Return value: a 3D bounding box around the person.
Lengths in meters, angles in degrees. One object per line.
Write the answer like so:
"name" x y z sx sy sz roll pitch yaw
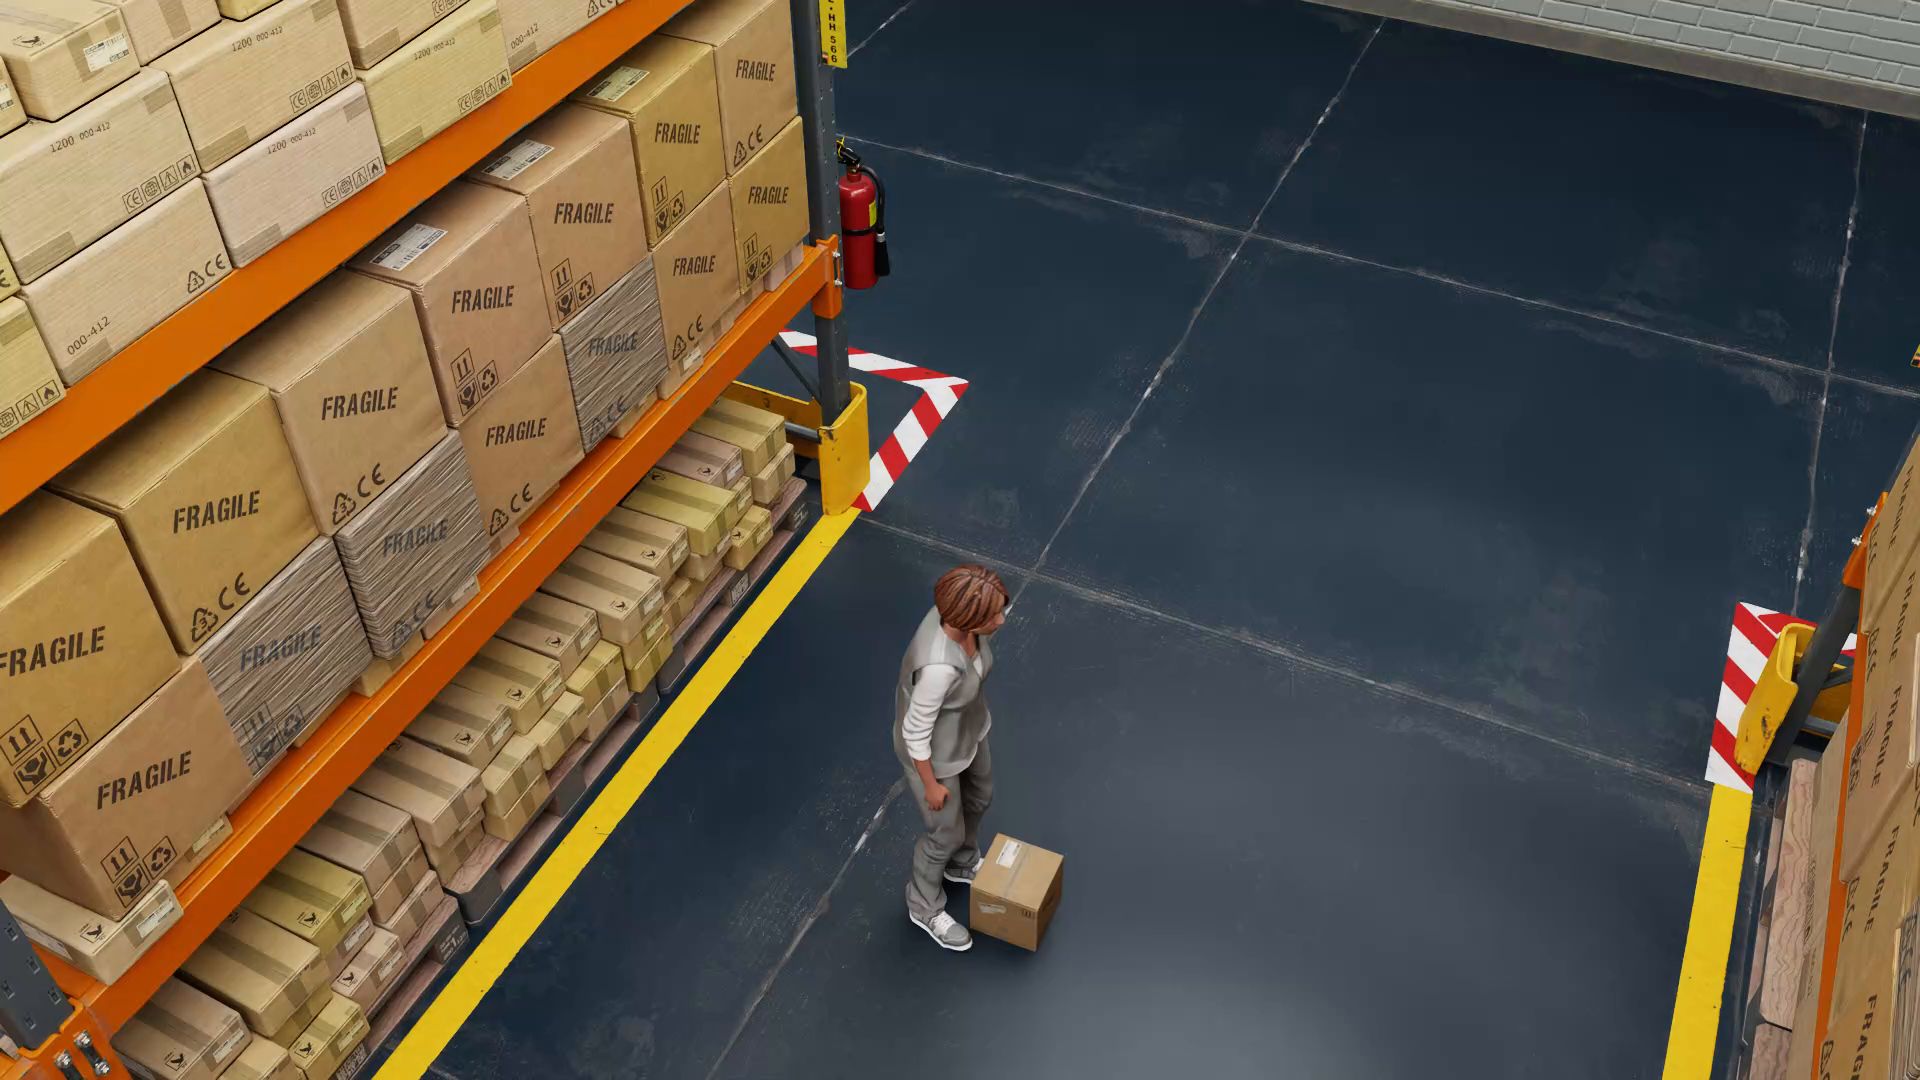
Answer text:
"person" -0.018 0.679 5.432 0.377 1.590 0.469 16 45 16
